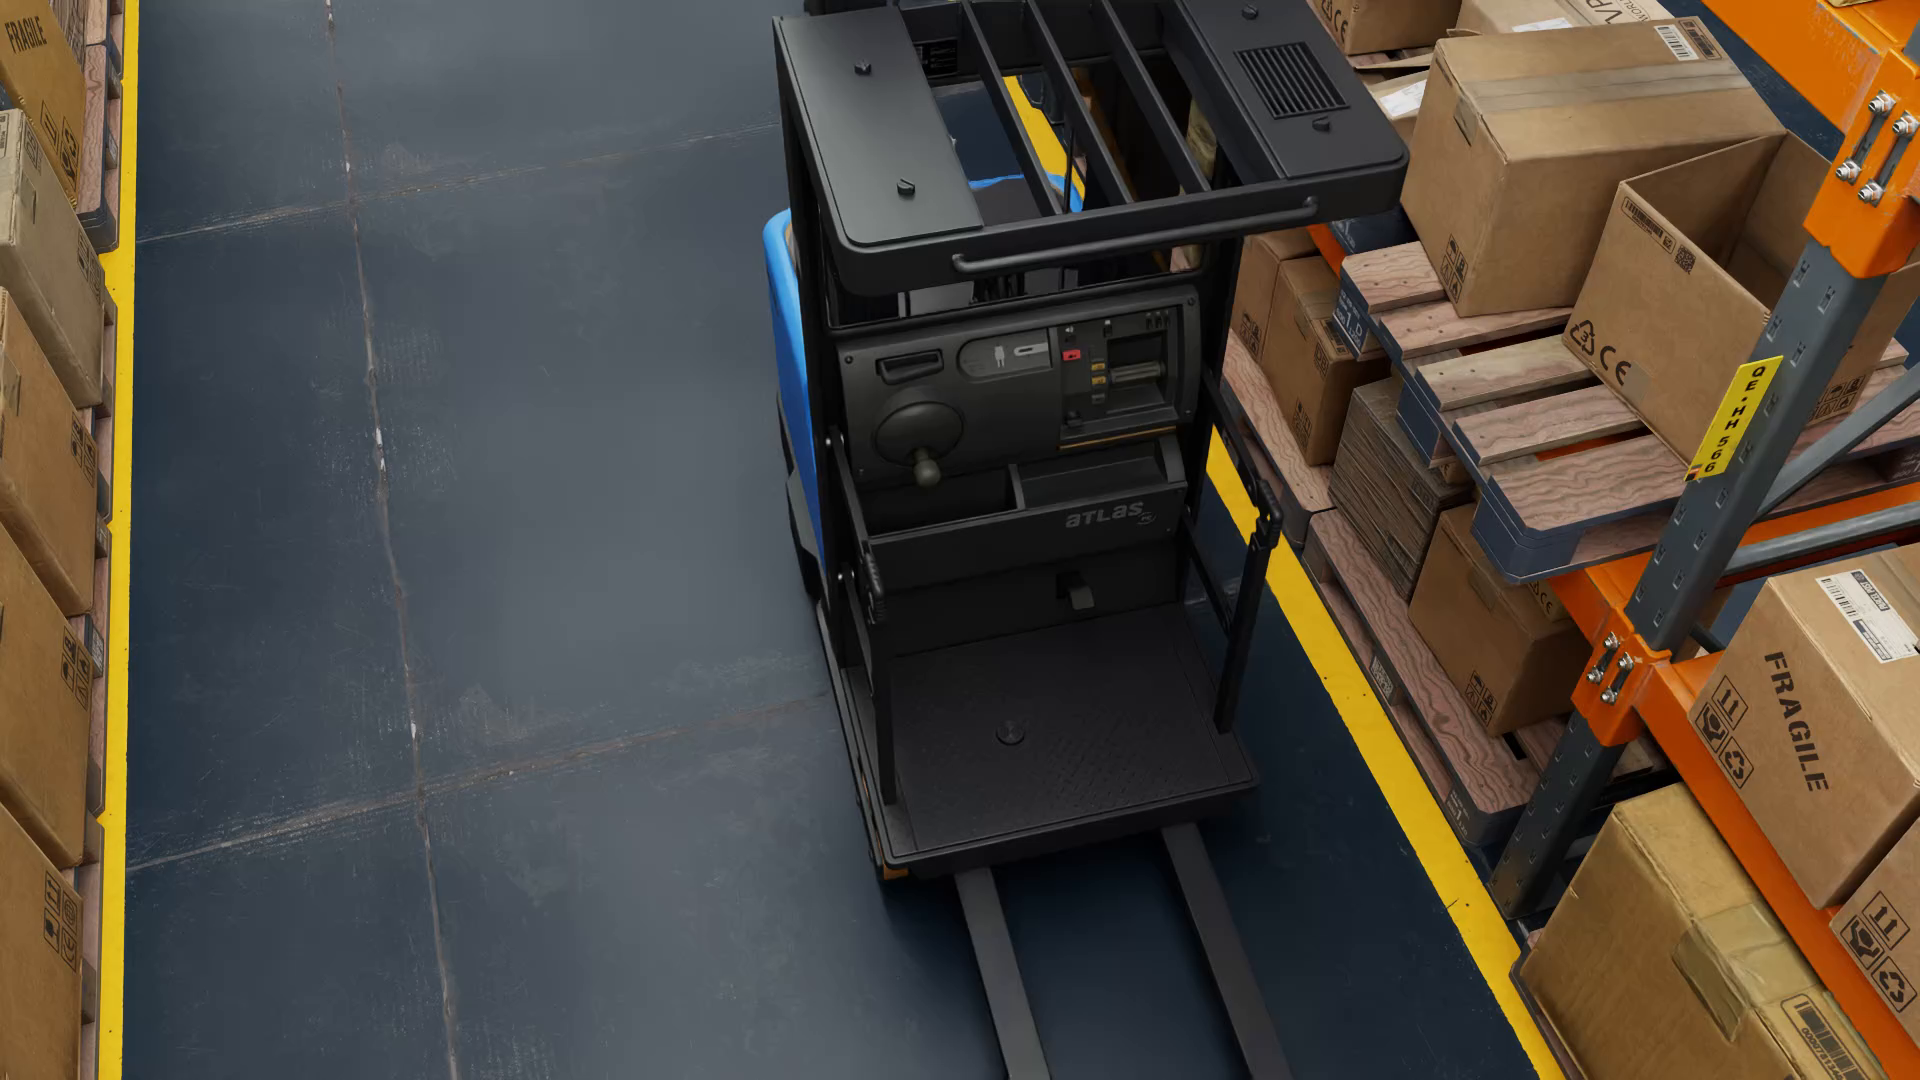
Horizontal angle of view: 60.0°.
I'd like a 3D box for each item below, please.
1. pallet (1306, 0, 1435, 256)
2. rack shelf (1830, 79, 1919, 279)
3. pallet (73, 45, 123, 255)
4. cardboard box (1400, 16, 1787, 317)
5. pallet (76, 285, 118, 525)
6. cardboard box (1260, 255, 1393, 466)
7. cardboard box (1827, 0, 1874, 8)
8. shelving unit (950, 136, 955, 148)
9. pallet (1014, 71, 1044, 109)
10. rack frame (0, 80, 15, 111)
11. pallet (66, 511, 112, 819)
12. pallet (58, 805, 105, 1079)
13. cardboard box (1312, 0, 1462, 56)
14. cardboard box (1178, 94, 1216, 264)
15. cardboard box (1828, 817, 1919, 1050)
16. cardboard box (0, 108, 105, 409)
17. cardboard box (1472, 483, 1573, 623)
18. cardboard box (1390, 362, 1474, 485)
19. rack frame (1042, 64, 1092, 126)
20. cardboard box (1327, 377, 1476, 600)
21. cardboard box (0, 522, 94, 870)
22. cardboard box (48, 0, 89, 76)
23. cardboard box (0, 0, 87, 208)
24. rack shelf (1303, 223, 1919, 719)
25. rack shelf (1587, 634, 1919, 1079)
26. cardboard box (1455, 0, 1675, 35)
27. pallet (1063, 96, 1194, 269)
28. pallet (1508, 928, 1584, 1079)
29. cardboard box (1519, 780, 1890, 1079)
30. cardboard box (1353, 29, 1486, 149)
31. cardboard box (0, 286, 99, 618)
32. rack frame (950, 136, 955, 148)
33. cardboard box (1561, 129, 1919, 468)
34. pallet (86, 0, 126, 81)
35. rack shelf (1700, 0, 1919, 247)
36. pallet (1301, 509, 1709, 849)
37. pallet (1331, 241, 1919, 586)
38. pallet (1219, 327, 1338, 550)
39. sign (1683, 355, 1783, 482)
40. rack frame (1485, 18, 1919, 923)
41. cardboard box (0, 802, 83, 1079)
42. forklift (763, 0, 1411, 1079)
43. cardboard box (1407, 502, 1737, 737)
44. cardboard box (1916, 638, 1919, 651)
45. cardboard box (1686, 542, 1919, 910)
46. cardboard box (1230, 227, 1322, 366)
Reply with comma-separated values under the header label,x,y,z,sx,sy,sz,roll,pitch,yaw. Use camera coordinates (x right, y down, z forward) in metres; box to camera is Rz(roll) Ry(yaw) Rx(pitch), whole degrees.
label,x,y,z,sx,sy,sz,roll,pitch,yaw
pallet,1.416,-1.392,5.087,1.003,0.211,1.213,-13,51,-11
rack shelf,2.632,0.709,1.699,1.077,0.370,4.000,-13,51,-11
pallet,-4.060,-1.565,6.932,1.003,0.211,1.213,-13,51,-11
cardboard box,1.582,-0.955,4.253,0.700,0.500,0.500,-7,50,-6
pallet,-3.610,-0.446,5.988,1.003,0.211,1.213,-13,51,-11
cardboard box,1.473,-0.653,5.686,0.700,0.500,0.500,-9,51,-8
cardboard box,1.666,-1.228,2.959,0.500,0.250,0.500,-13,51,-11
shelving unit,-0.192,-1.046,5.847,0.258,1.200,0.503,-11,51,-9
pallet,0.626,-2.522,7.738,1.003,0.211,1.213,-13,51,-11
rack frame,-3.910,-1.891,5.382,1.000,3.000,0.127,-13,51,-11
pallet,-3.245,0.447,5.235,1.003,0.211,1.213,-13,51,-11
pallet,-2.888,1.336,4.485,1.003,0.211,1.213,-13,51,-11
cardboard box,1.459,-1.862,5.016,0.797,0.503,0.637,-9,50,-7
cardboard box,1.142,-1.469,6.374,0.700,0.500,0.500,-14,51,-11
cardboard box,2.079,0.743,3.096,0.500,0.500,0.500,-15,51,-12
cardboard box,-3.641,-0.868,5.717,1.050,0.750,0.750,-14,51,-11
cardboard box,1.814,-0.078,4.710,0.500,0.250,0.500,-11,51,-9
cardboard box,1.647,-0.463,5.035,0.500,0.250,0.500,-8,50,-7
rack frame,0.858,-2.939,6.266,1.000,3.000,0.127,-13,51,-11
cardboard box,1.647,-0.240,5.338,0.700,0.500,0.500,-17,52,-14
cardboard box,-3.083,0.517,4.549,1.050,0.750,0.750,-13,51,-10
cardboard box,-4.299,-2.474,6.989,0.875,0.875,0.875,-13,51,-11
cardboard box,-4.029,-1.817,6.435,0.875,0.875,0.875,-13,51,-10
rack shelf,1.449,-1.246,5.309,1.077,0.370,4.000,-13,51,-11
rack shelf,2.632,1.675,2.846,1.077,0.370,4.000,-13,51,-11
cardboard box,1.765,-1.380,4.775,0.500,0.250,0.500,-15,51,-12
pallet,1.090,-1.472,6.853,1.003,0.211,1.213,-13,51,-11
pallet,2.202,1.474,4.369,1.003,0.211,1.213,-13,51,-11
cardboard box,2.225,1.041,4.026,1.225,0.875,0.875,-15,52,-13
cardboard box,1.290,-1.266,4.669,0.396,0.266,0.258,-15,51,-12
cardboard box,-3.359,-0.163,5.122,1.050,0.750,0.750,-13,51,-11
rack frame,-0.133,-0.865,5.694,0.240,1.200,0.015,-11,51,-9
cardboard box,1.843,-0.570,3.929,0.500,0.500,0.500,-19,52,-15
pallet,-4.425,-2.458,7.684,1.003,0.211,1.213,-13,51,-11
rack shelf,1.449,-2.213,4.162,1.077,0.370,4.000,-13,51,-11
pallet,1.811,0.310,5.350,1.003,0.211,1.213,-13,51,-11
pallet,1.728,-0.452,4.294,1.213,0.211,1.003,-13,51,-11
pallet,1.454,-0.579,6.100,1.003,0.211,1.213,-13,51,-11
sign,1.525,-0.235,3.281,0.100,0.325,0.005,-13,51,-11
rack frame,2.041,-0.017,3.803,1.000,3.000,0.127,-13,51,-11
cardboard box,-2.821,1.155,4.011,1.050,0.750,0.750,-14,51,-11
forklift,0.214,-0.279,4.068,1.130,2.935,3.031,-11,51,-9
cardboard box,1.824,0.162,4.999,0.700,0.500,0.500,-16,52,-13
cardboard box,2.242,0.165,2.928,0.797,0.503,0.637,-12,51,-10
cardboard box,1.925,0.367,3.413,0.500,0.500,0.500,-12,51,-10
cardboard box,1.308,-1.060,6.029,0.700,0.500,0.500,-17,52,-14
